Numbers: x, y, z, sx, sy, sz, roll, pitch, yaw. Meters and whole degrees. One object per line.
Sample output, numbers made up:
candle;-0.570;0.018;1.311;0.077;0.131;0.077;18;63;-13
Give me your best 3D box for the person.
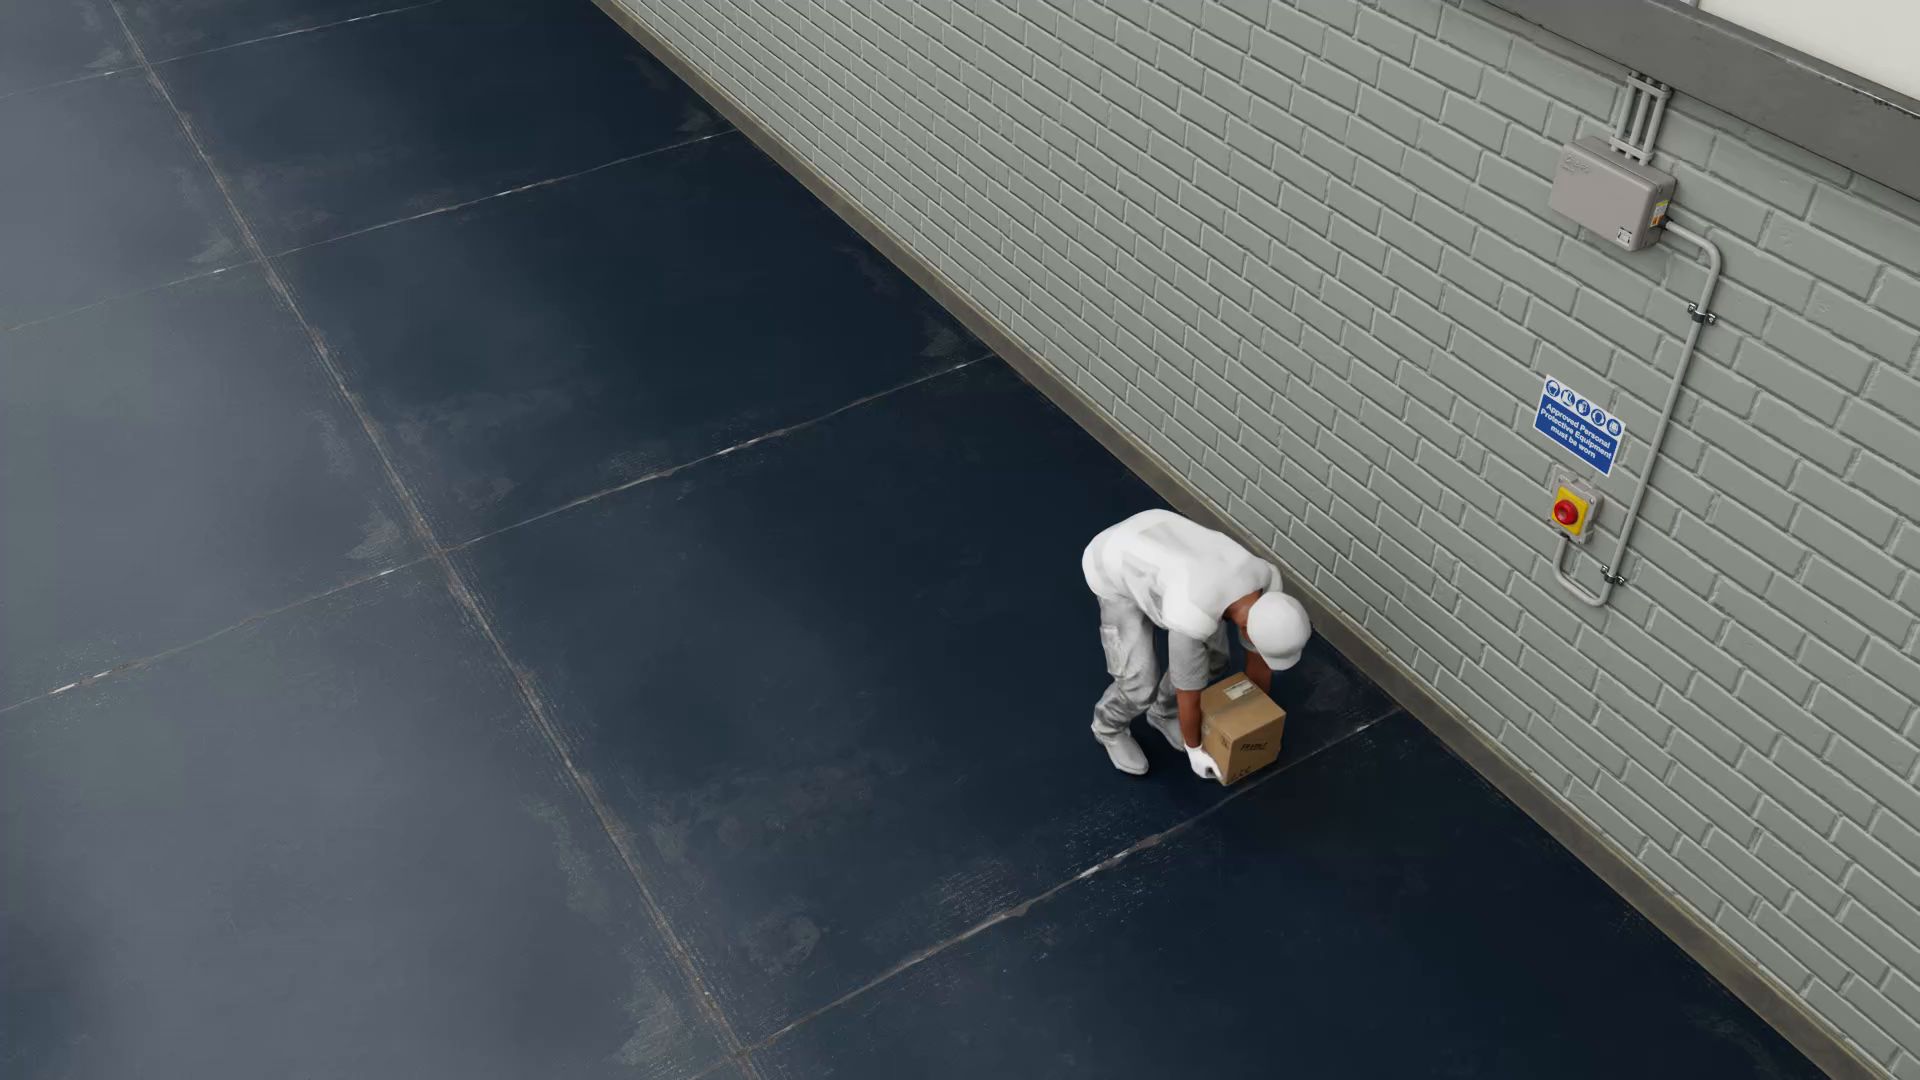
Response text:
person;0.852;0.442;6.112;0.528;1.146;0.970;-25;46;-26
